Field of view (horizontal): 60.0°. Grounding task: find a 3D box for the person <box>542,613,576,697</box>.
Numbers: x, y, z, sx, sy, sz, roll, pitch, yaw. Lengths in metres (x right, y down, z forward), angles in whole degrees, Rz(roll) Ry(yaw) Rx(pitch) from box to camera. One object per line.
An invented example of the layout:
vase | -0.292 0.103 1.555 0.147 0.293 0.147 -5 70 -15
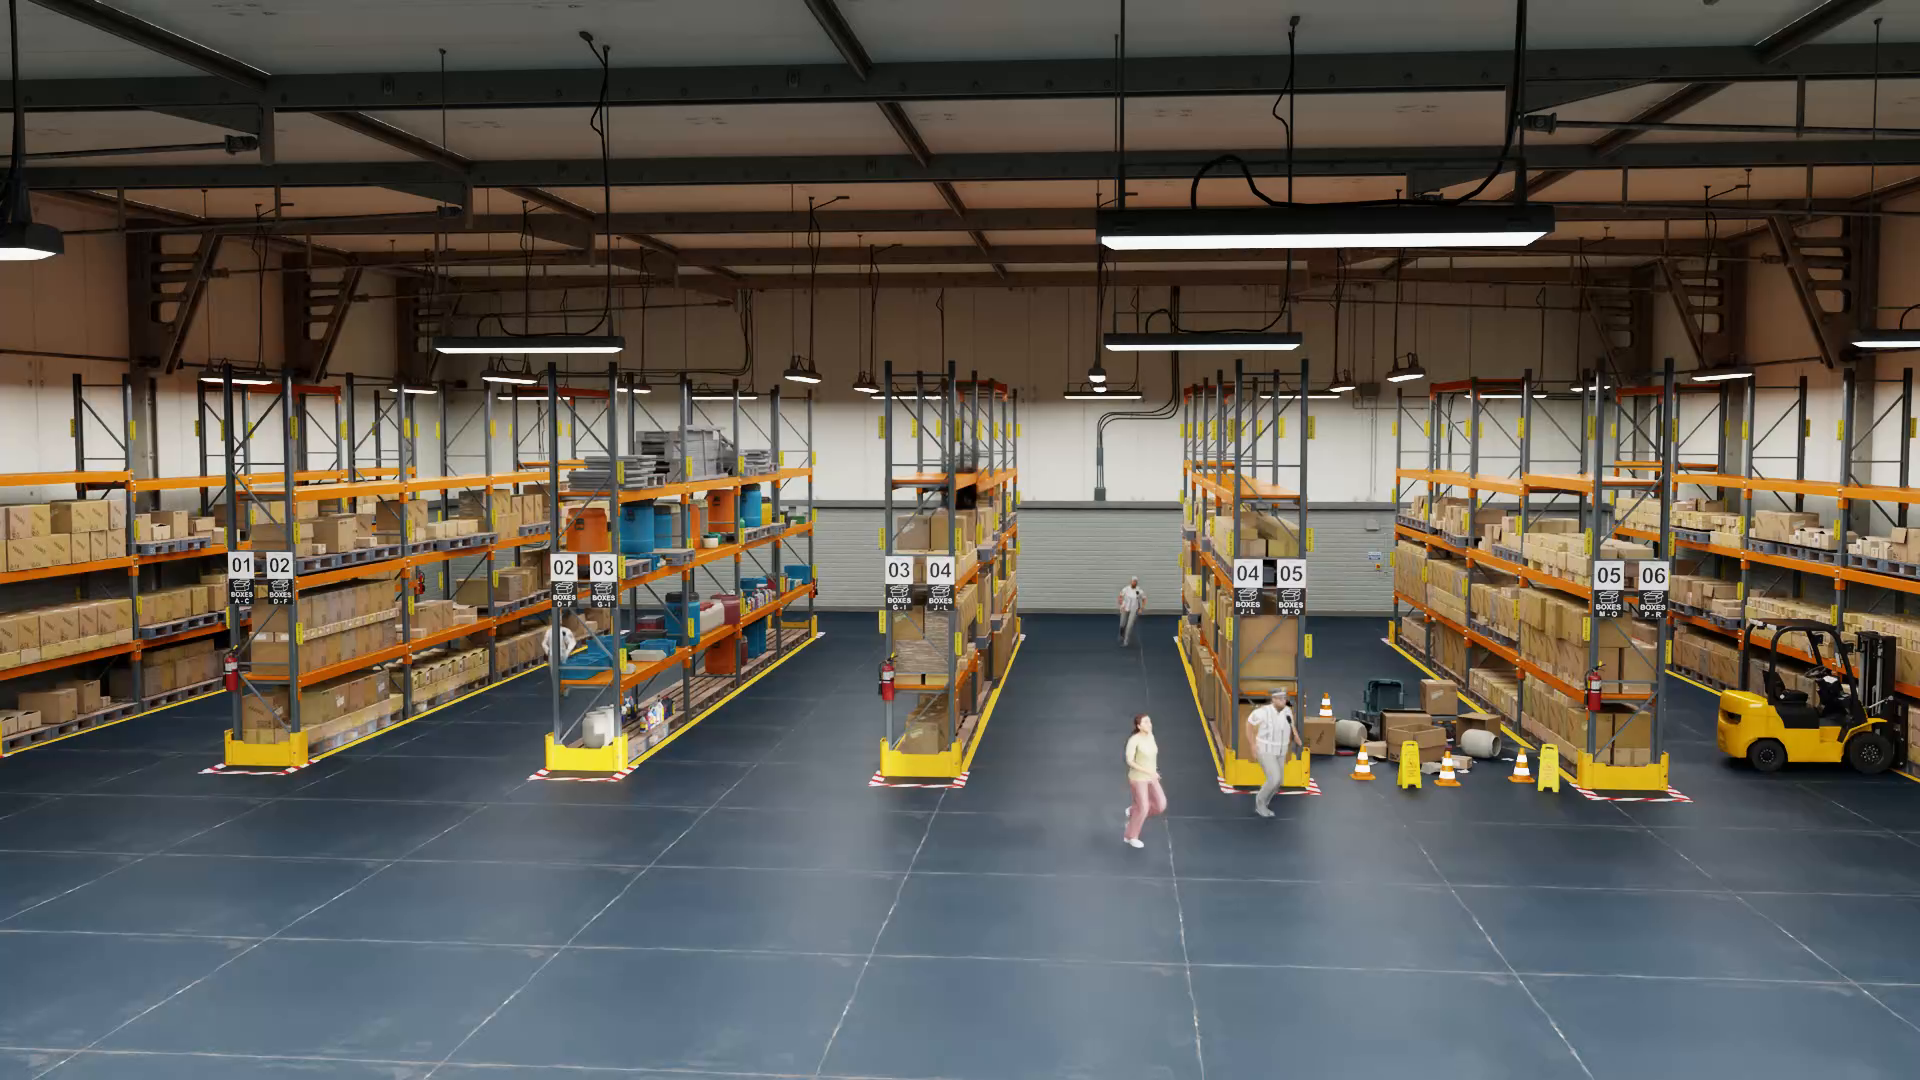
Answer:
person | -7.411 2.161 30.678 0.611 1.644 0.569 0 4 -7

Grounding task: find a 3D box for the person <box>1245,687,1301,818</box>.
person | 4.079 2.739 21.503 0.685 1.736 0.697 -2 4 -31

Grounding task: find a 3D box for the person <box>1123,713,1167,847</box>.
person | 2.220 3.000 20.009 0.602 1.396 0.598 -3 5 -42

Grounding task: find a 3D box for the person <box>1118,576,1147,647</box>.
person | 4.009 1.651 38.727 0.671 1.625 0.671 1 4 8
